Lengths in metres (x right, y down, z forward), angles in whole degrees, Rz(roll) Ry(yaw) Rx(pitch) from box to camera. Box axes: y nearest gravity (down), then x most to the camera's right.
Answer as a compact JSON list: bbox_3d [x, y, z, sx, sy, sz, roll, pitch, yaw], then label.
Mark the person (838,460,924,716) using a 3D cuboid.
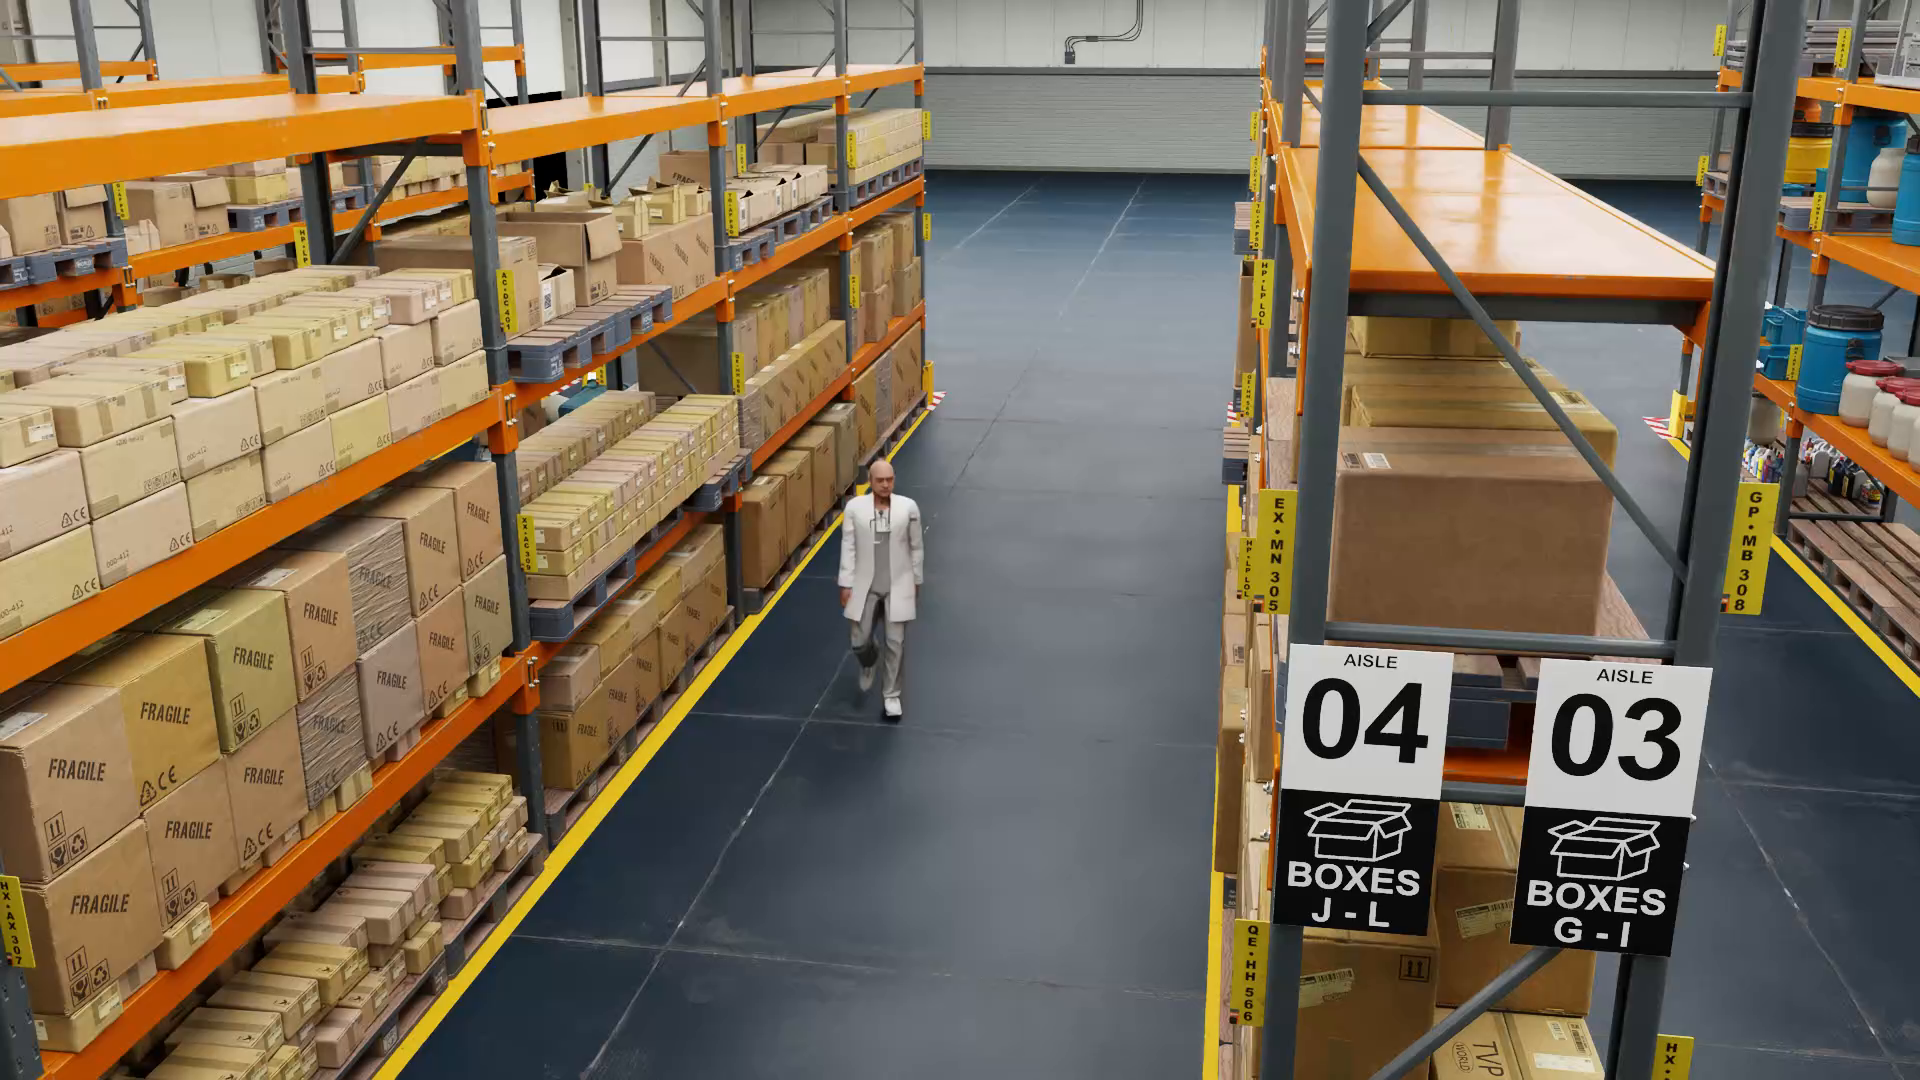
[{"bbox_3d":[-0.548,0.307,11.518,0.600,1.769,0.631,-1,18,-3],"label":"person"}]
